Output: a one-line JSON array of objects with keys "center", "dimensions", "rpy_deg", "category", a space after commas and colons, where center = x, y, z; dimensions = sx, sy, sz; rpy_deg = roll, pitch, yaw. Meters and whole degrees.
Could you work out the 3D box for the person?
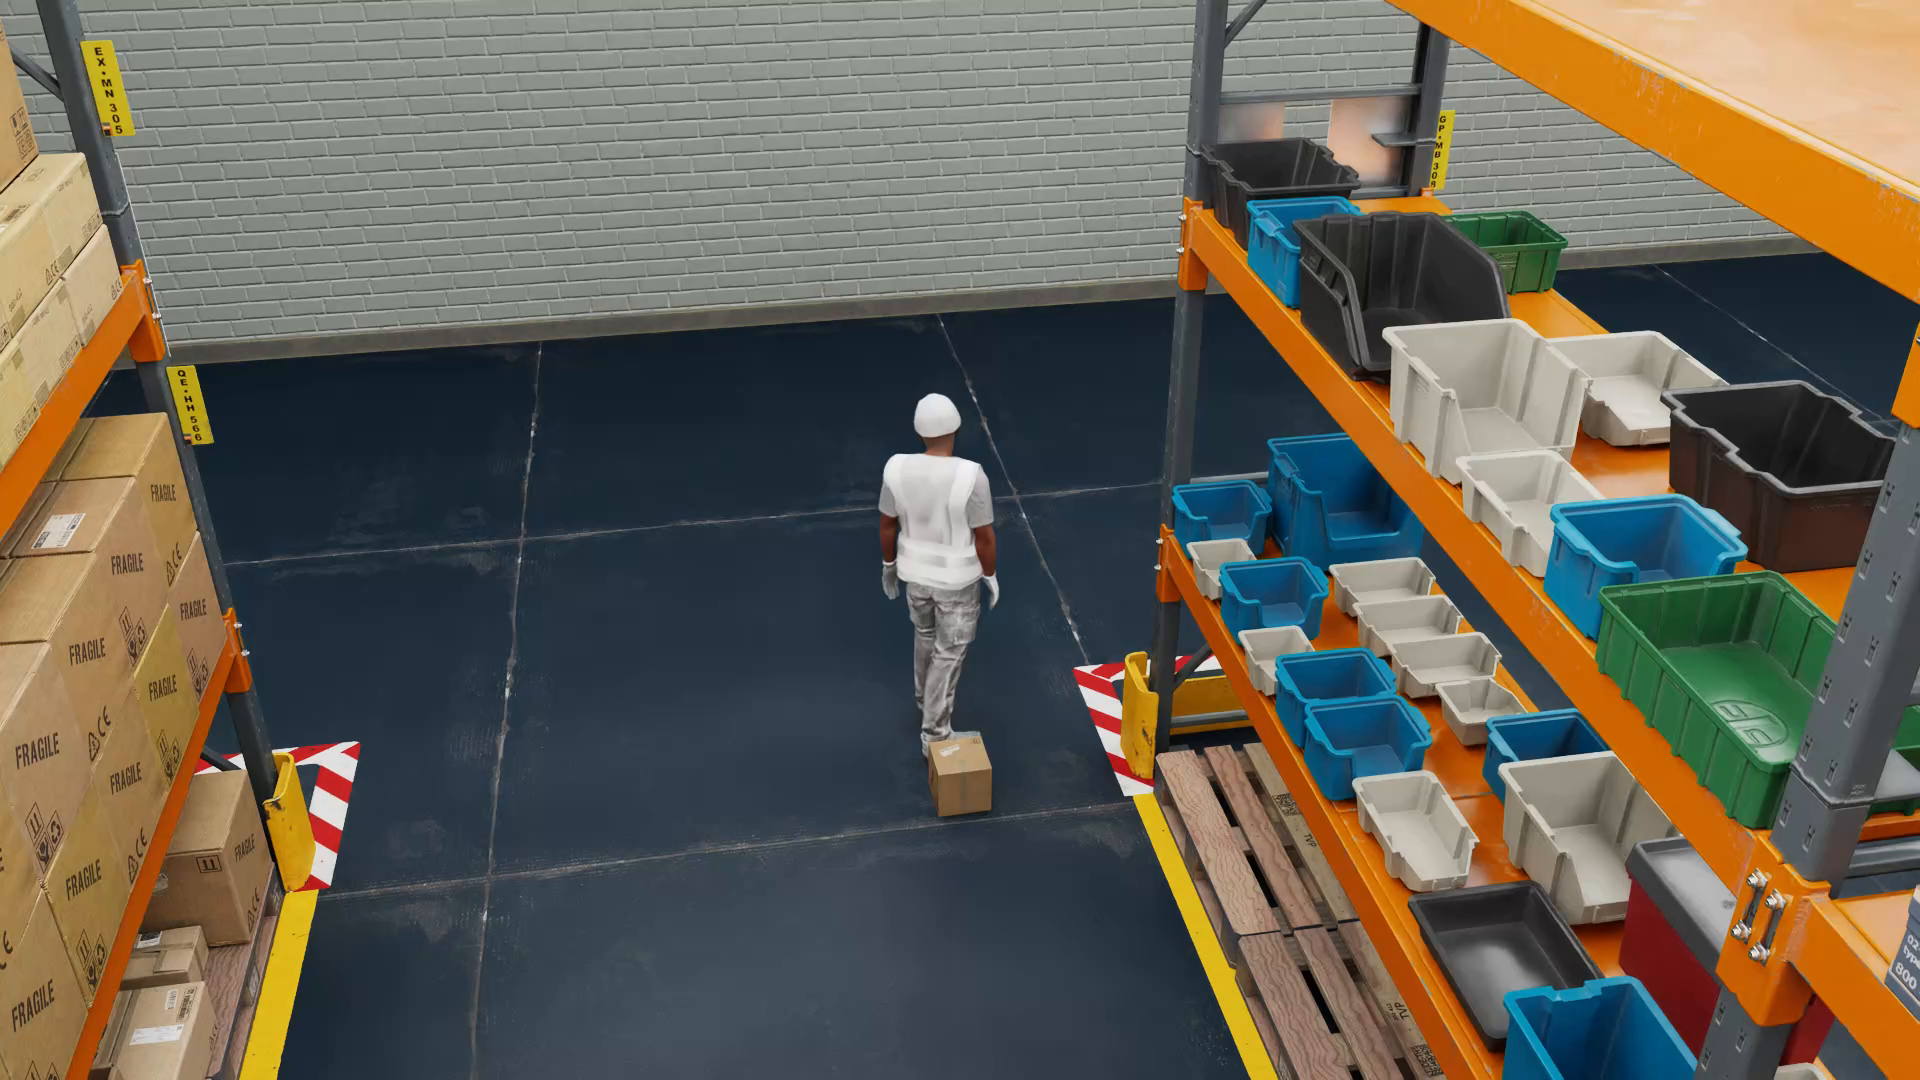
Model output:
[{"center": [-0.106, 0.169, 7.836], "dimensions": [0.582, 1.777, 0.578], "rpy_deg": [14, 33, 22], "category": "person"}]
